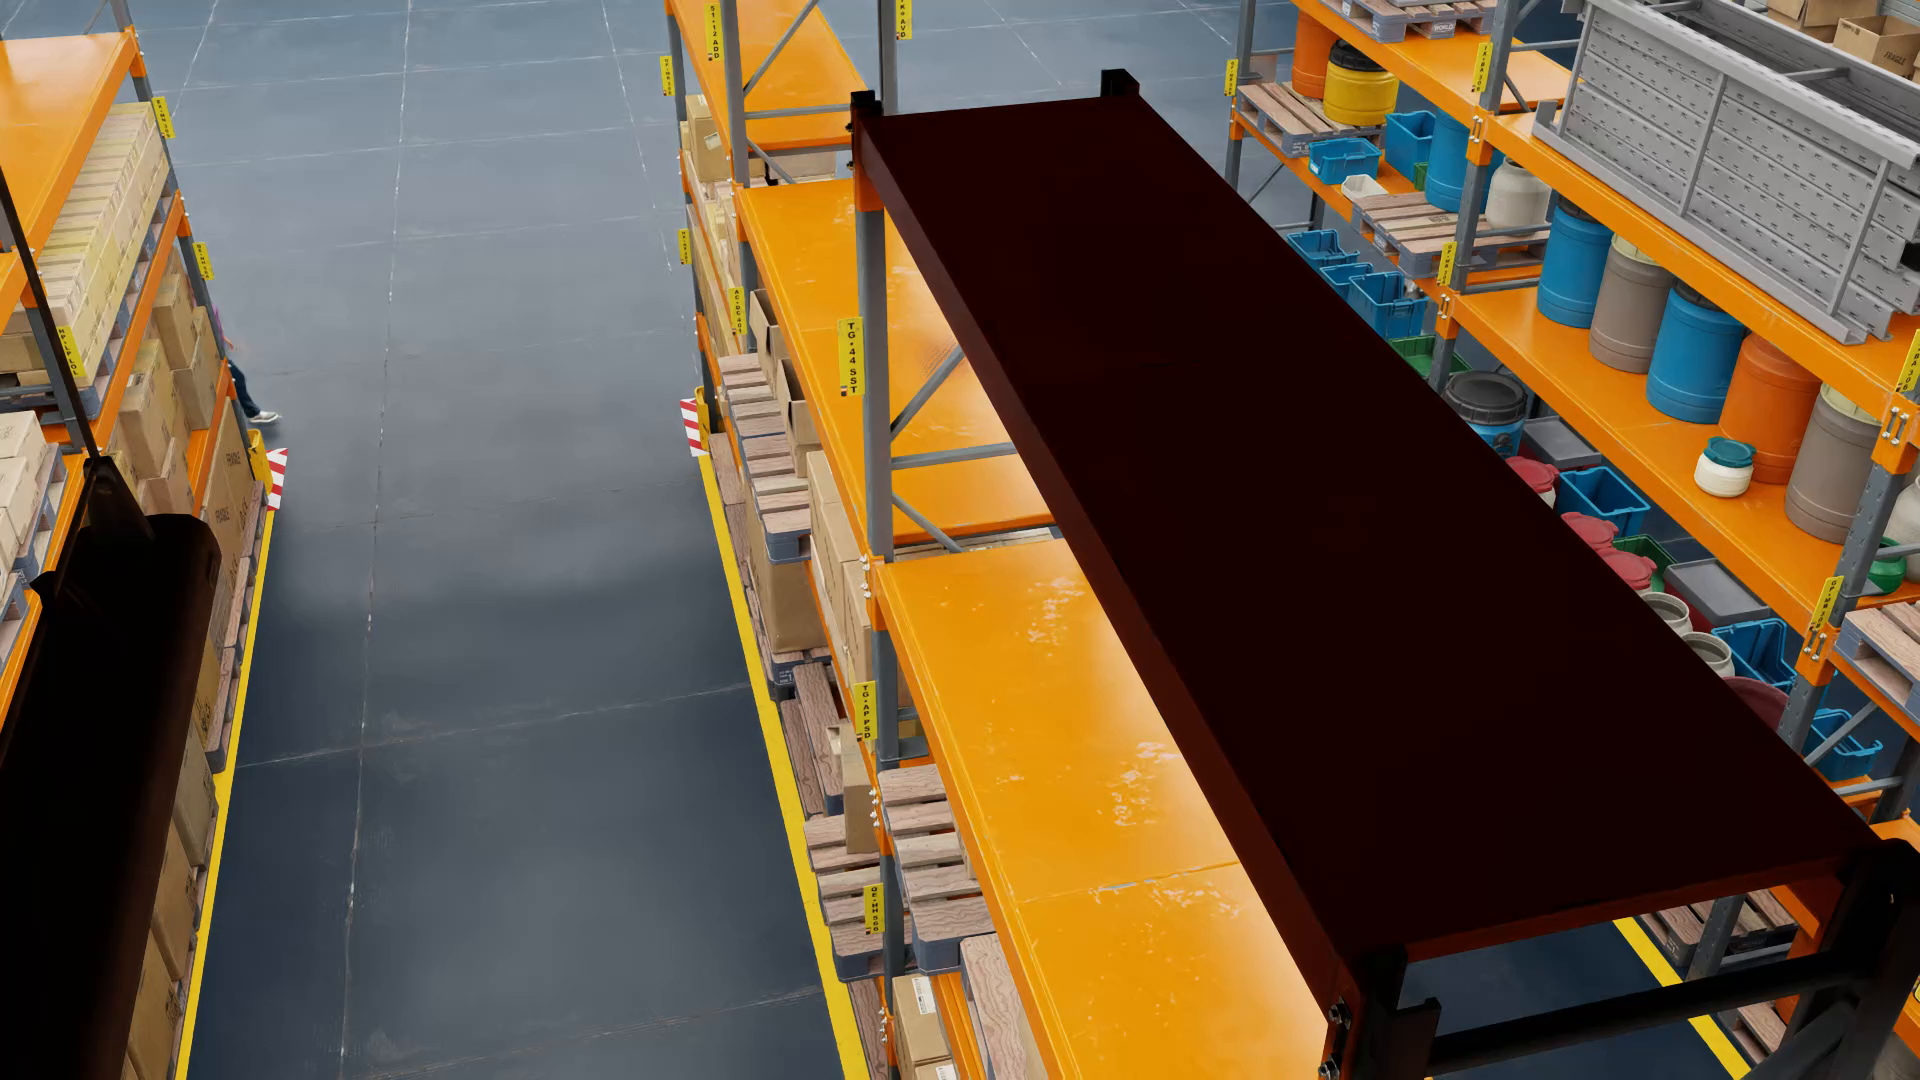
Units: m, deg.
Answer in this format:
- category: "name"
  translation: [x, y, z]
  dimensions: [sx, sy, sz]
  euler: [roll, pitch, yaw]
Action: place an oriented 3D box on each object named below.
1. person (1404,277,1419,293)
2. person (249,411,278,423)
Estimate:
- category: "person"
  translation: [4.445, -2.688, 15.974]
  dimensions: [0.351, 0.589, 0.463]
  euler: [1, 34, 2]
- category: "person"
  translation: [-6.911, -1.197, 15.594]
  dimensions: [0.900, 0.261, 0.332]
  euler: [-17, 38, -23]
